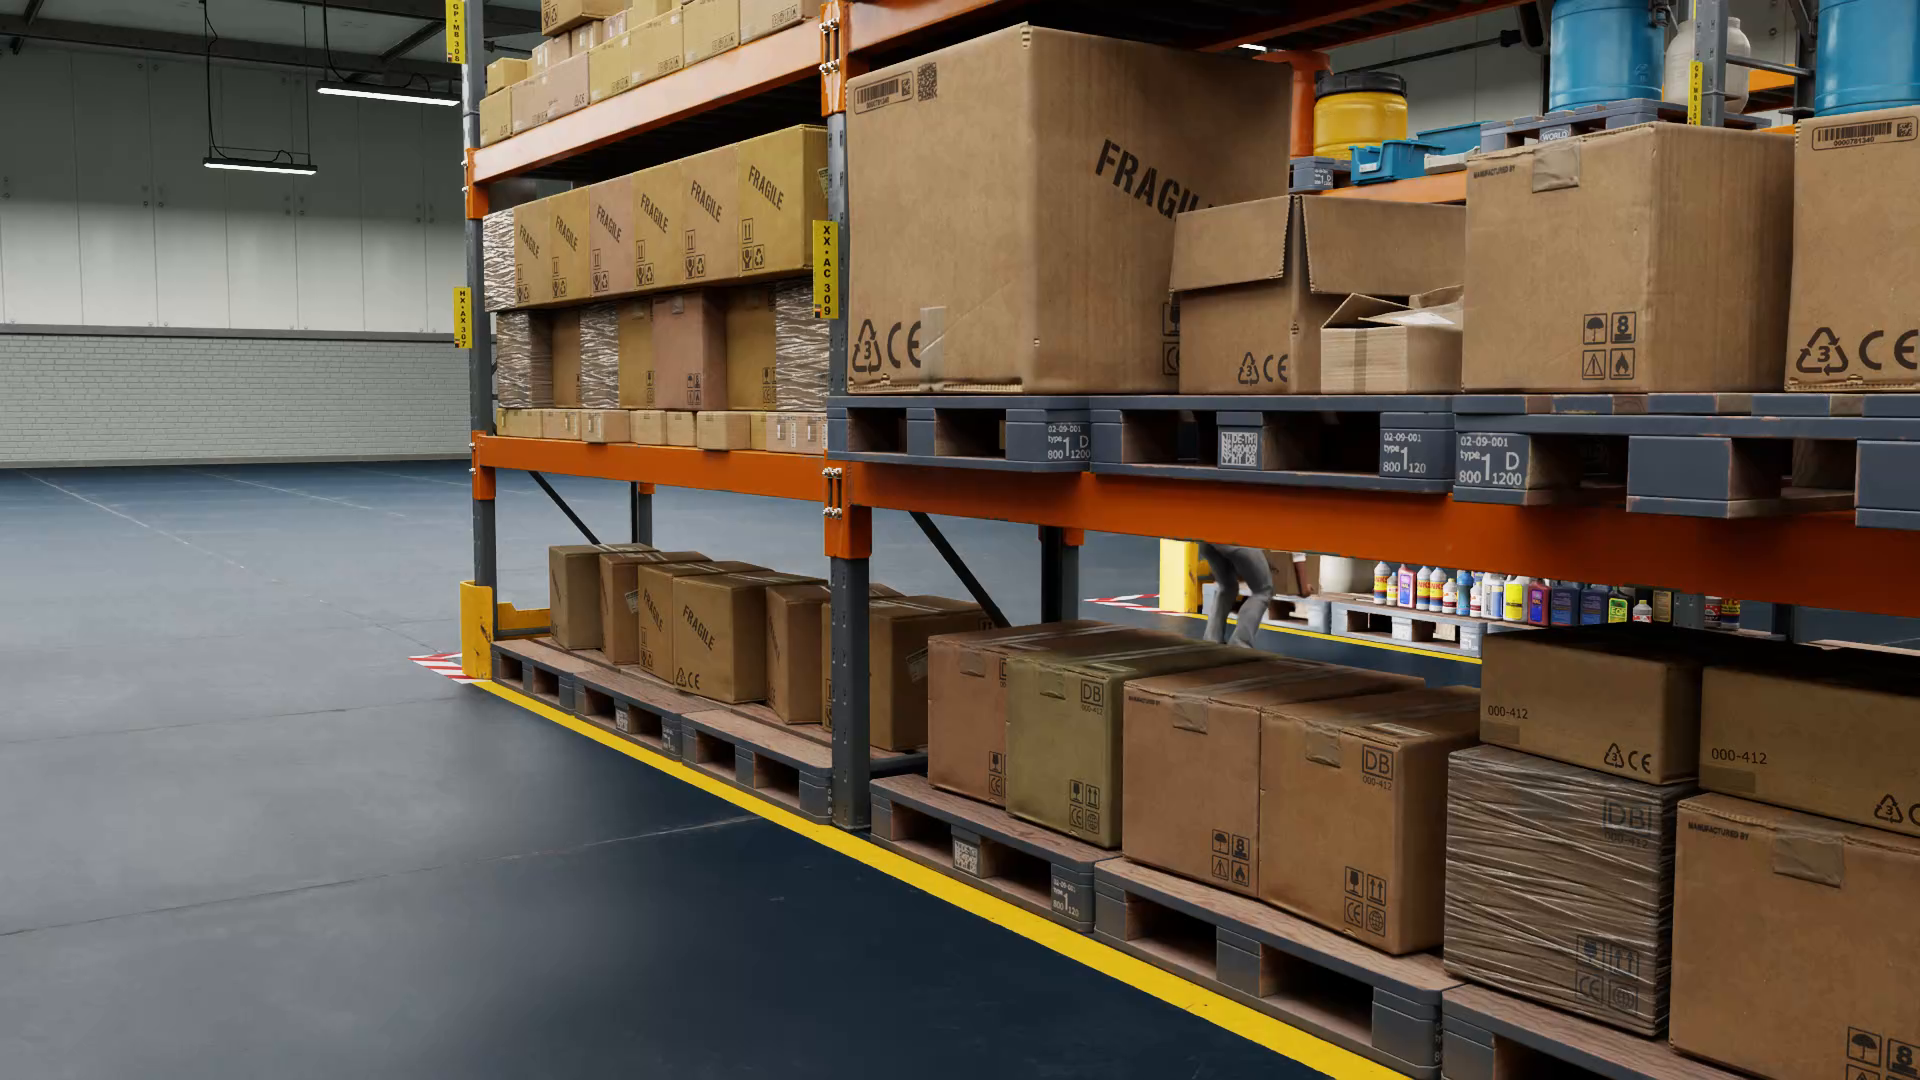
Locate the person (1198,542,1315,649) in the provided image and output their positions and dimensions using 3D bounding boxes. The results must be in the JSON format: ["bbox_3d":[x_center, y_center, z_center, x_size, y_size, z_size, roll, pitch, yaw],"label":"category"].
[{"bbox_3d":[1.656,0.147,9.247,0.837,1.145,0.398,-4,6,-36],"label":"person"}]
